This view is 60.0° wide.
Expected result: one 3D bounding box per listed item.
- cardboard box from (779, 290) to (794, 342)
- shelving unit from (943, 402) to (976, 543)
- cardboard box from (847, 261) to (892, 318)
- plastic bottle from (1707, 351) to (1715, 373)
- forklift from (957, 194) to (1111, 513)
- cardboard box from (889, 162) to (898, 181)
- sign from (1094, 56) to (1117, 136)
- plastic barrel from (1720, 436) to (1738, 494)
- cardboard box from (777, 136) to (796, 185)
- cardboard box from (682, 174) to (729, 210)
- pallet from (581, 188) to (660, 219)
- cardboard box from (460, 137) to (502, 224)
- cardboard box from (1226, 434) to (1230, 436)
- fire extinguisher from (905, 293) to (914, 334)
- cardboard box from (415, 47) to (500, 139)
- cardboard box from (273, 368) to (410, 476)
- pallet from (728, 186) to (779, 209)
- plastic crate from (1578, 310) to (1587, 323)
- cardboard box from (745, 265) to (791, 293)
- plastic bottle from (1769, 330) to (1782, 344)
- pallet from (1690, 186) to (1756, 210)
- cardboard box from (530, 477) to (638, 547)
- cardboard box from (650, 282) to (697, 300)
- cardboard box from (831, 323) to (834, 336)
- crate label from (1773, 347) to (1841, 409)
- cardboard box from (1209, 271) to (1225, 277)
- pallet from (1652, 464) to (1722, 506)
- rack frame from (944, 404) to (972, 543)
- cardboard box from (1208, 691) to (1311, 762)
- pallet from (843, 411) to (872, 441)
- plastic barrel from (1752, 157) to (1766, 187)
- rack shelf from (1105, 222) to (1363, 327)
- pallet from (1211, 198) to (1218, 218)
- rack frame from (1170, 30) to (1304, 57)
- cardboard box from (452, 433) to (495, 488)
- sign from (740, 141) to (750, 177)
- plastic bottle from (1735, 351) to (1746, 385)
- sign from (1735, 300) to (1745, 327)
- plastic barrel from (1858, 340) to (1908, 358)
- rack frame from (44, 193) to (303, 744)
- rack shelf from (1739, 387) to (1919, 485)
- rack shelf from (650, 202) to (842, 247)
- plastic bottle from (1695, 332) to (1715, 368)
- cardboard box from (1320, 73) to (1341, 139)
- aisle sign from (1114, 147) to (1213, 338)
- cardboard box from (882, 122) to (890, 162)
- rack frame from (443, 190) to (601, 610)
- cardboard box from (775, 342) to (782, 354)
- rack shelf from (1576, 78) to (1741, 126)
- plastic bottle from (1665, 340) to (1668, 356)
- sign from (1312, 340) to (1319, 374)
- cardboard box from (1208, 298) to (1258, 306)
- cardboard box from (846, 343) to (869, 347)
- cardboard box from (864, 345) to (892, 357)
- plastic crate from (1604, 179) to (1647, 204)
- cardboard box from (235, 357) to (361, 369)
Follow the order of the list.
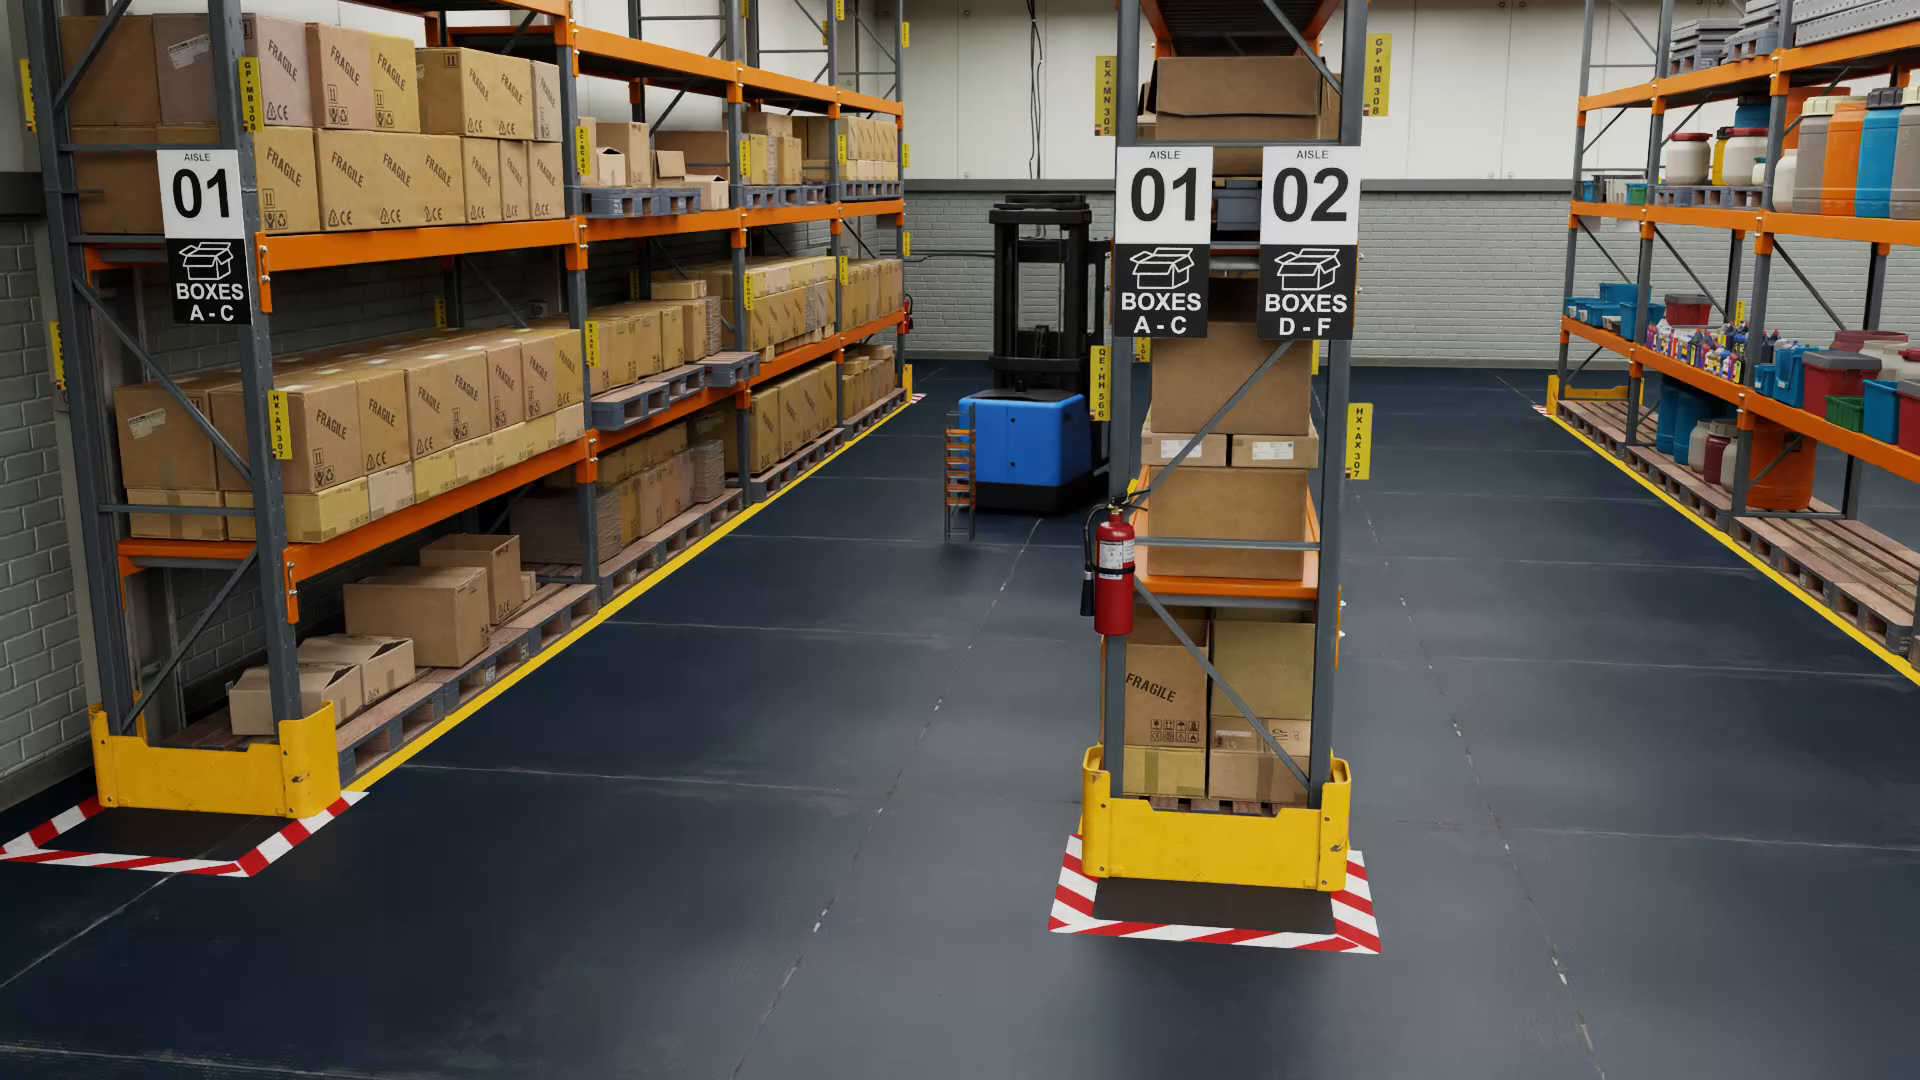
[{"bbox_3d":[-2.021,-2.311,17.107,0.500,0.500,0.500,2,12,8],"label":"cardboard box"},{"bbox_3d":[-0.002,-0.584,14.353,0.258,1.200,0.189,2,12,9],"label":"shelving unit"},{"bbox_3d":[-1.454,-3.356,22.234,0.980,0.700,0.700,2,12,8],"label":"cardboard box"},{"bbox_3d":[7.076,-1.675,15.619,0.097,0.201,0.097,0,12,0],"label":"plastic bottle"},{"bbox_3d":[0.965,-1.954,16.603,1.130,2.935,3.031,5,13,20],"label":"forklift"},{"bbox_3d":[-1.135,-4.954,22.362,0.500,0.250,0.500,2,12,10],"label":"cardboard box"},{"bbox_3d":[0.616,-1.858,6.962,0.100,0.325,0.005,2,12,9],"label":"sign"},{"bbox_3d":[7.331,-0.693,15.499,0.421,0.512,0.421,0,12,0],"label":"plastic barrel"},{"bbox_3d":[-2.166,-4.068,17.846,0.700,0.500,0.500,2,12,8],"label":"cardboard box"},{"bbox_3d":[-2.359,-3.076,14.692,0.500,0.311,0.500,2,12,9],"label":"cardboard box"},{"bbox_3d":[-2.930,-2.469,12.157,1.213,0.211,1.003,2,12,9],"label":"pallet"},{"bbox_3d":[-3.102,-2.160,9.992,0.500,0.500,0.500,1,12,6],"label":"cardboard box"},{"bbox_3d":[1.392,-0.336,8.693,0.700,0.500,0.500,2,12,9],"label":"cardboard box"},{"bbox_3d":[-0.806,-3.264,23.588,0.296,0.674,0.183,2,12,9],"label":"fire extinguisher"},{"bbox_3d":[-3.084,-2.647,9.877,0.500,0.500,0.500,1,12,7],"label":"cardboard box"},{"bbox_3d":[-3.289,-0.632,8.836,0.500,0.500,0.500,2,12,9],"label":"cardboard box"},{"bbox_3d":[-2.469,-3.312,16.070,1.213,0.211,1.003,2,12,11],"label":"pallet"},{"bbox_3d":[7.905,-2.801,20.854,0.250,0.136,0.298,2,12,9],"label":"plastic crate"},{"bbox_3d":[-2.036,-2.675,17.016,0.500,0.250,0.500,2,12,9],"label":"cardboard box"},{"bbox_3d":[7.902,-1.859,16.115,0.144,0.351,0.185,2,12,9],"label":"plastic bottle"},{"bbox_3d":[7.694,-3.285,15.947,1.003,0.211,1.213,2,12,9],"label":"pallet"},{"bbox_3d":[-3.004,-0.226,13.310,0.700,0.500,0.500,2,12,8],"label":"cardboard box"},{"bbox_3d":[-2.574,-2.243,14.961,0.380,0.149,0.250,0,12,-1],"label":"cardboard box"},{"bbox_3d":[-1.672,-2.442,19.255,0.380,0.149,0.250,2,12,9],"label":"cardboard box"},{"bbox_3d":[6.854,-1.301,13.324,0.502,0.435,0.616,2,12,9],"label":"crate label"},{"bbox_3d":[2.817,-3.127,19.271,0.500,0.500,0.500,2,12,9],"label":"cardboard box"},{"bbox_3d":[7.544,-0.537,16.484,1.003,0.211,1.213,2,12,9],"label":"pallet"},{"bbox_3d":[-0.016,-0.564,14.265,0.240,1.200,0.006,2,12,9],"label":"rack frame"},{"bbox_3d":[1.525,0.953,8.481,0.500,0.250,0.500,2,12,9],"label":"cardboard box"},{"bbox_3d":[-1.706,-1.428,20.617,1.003,0.211,1.213,2,12,9],"label":"pallet"},{"bbox_3d":[7.294,-3.313,14.959,0.301,0.262,0.301,0,12,0],"label":"plastic barrel"},{"bbox_3d":[1.457,-1.508,8.960,1.077,0.370,4.000,2,12,9],"label":"rack shelf"},{"bbox_3d":[1.888,-2.367,11.690,0.805,0.209,1.217,1,12,6],"label":"pallet"},{"bbox_3d":[1.765,-3.743,10.500,1.000,3.000,0.127,2,12,9],"label":"rack frame"},{"bbox_3d":[-3.127,-0.484,9.929,0.500,0.250,0.500,2,12,9],"label":"cardboard box"},{"bbox_3d":[-1.979,-3.503,15.282,0.100,0.325,0.005,2,12,9],"label":"sign"},{"bbox_3d":[6.915,-1.522,14.714,0.061,0.283,0.133,2,12,9],"label":"plastic bottle"},{"bbox_3d":[8.432,-2.431,17.997,0.100,0.325,0.005,2,12,9],"label":"sign"},{"bbox_3d":[7.327,-1.315,13.210,0.421,0.512,0.421,0,12,0],"label":"plastic barrel"},{"bbox_3d":[-3.746,-0.137,8.009,1.000,3.000,0.127,2,12,9],"label":"rack frame"},{"bbox_3d":[6.966,-0.713,12.391,1.077,0.370,4.000,2,12,9],"label":"rack shelf"},{"bbox_3d":[-2.208,-3.333,17.428,1.077,0.370,4.000,2,12,9],"label":"rack shelf"},{"bbox_3d":[7.156,-1.825,15.959,0.144,0.351,0.185,2,12,9],"label":"plastic bottle"},{"bbox_3d":[1.675,-2.103,8.445,0.500,0.500,0.500,2,12,9],"label":"cardboard box"},{"bbox_3d":[0.849,-1.244,6.975,0.394,0.787,0.004,2,12,9],"label":"aisle sign"},{"bbox_3d":[-1.216,-5.216,21.800,0.500,0.500,0.500,2,12,10],"label":"cardboard box"},{"bbox_3d":[-3.131,-0.970,11.873,1.000,3.000,0.127,2,12,9],"label":"rack frame"},{"bbox_3d":[-2.065,-2.019,17.291,0.380,0.149,0.250,2,12,10],"label":"cardboard box"},{"bbox_3d":[8.197,-5.116,19.529,1.077,0.370,4.000,2,12,9],"label":"rack shelf"},{"bbox_3d":[7.310,-1.993,17.092,0.097,0.201,0.097,0,12,0],"label":"plastic bottle"},{"bbox_3d":[2.313,-1.254,10.950,0.100,0.325,0.005,2,12,9],"label":"sign"},{"bbox_3d":[1.394,-0.983,8.617,0.700,0.500,0.500,2,12,9],"label":"cardboard box"},{"bbox_3d":[-1.472,-2.652,23.074,0.380,0.149,0.250,2,12,9],"label":"cardboard box"},{"bbox_3d":[-1.133,-2.587,22.772,0.380,0.149,0.250,2,12,8],"label":"cardboard box"},{"bbox_3d":[7.858,-4.104,19.577,0.437,0.282,0.530,2,12,9],"label":"plastic crate"},{"bbox_3d":[-3.721,-0.757,9.416,0.500,0.500,0.500,2,12,7],"label":"cardboard box"}]
